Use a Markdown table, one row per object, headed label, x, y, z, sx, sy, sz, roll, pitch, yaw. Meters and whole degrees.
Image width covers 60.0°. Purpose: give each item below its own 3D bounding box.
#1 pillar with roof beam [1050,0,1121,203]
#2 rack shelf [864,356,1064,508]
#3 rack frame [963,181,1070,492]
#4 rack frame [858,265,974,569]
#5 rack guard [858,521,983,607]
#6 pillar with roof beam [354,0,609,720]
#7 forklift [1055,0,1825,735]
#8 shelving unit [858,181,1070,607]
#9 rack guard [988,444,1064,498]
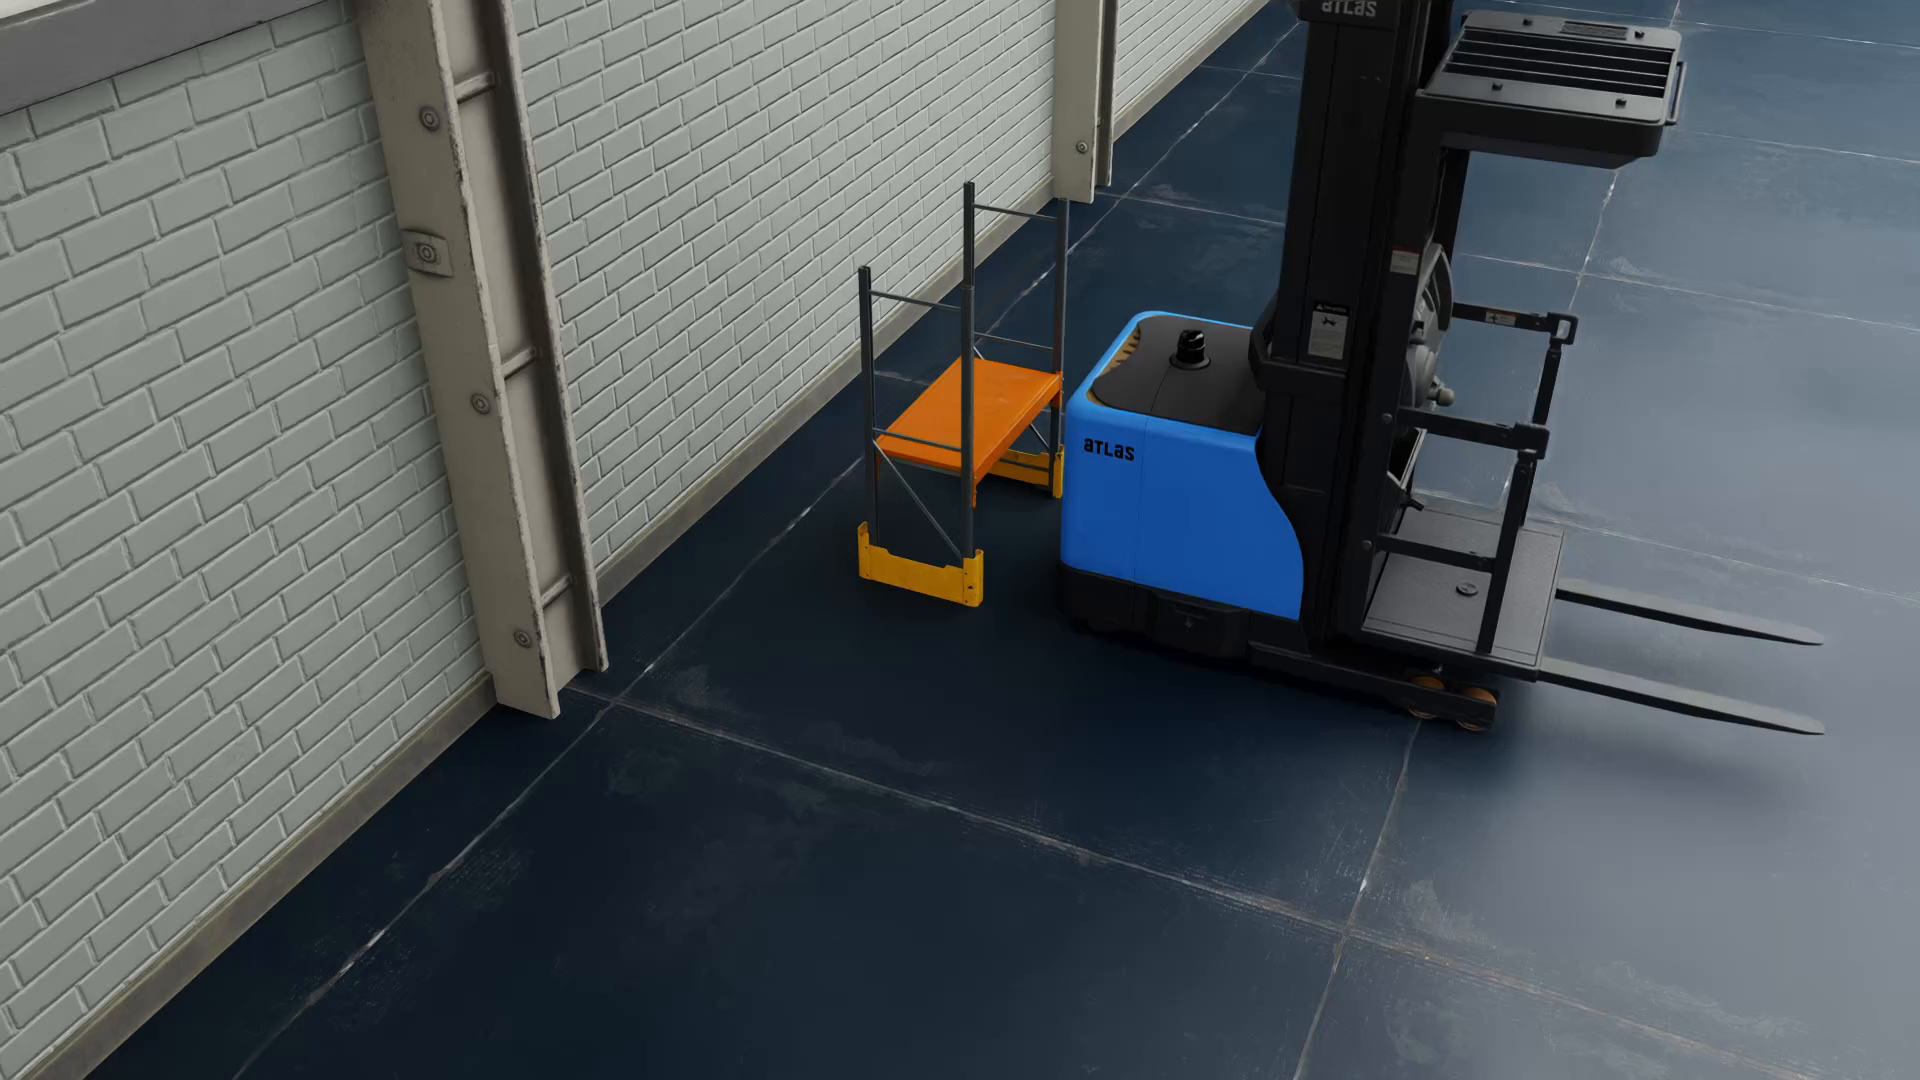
| label | x | y | z | sx | sy | sz | roll | pitch | yaw |
| --- | --- | --- | --- | --- | --- | --- | --- | --- | --- |
| pillar with roof beam | 4.734 | -5.178 | 7.440 | 9.100 | 9.000 | 0.400 | 14 | 36 | 20 |
| rack shelf | 0.036 | -0.519 | 7.502 | 0.538 | 0.185 | 1.000 | 14 | 36 | 20 |
| rack frame | 0.248 | -0.923 | 7.790 | 0.500 | 1.500 | 0.032 | 14 | 36 | 20 |
| rack frame | -0.177 | -0.416 | 7.017 | 0.500 | 1.500 | 0.032 | 14 | 36 | 20 |
| rack guard | -0.176 | 0.106 | 7.361 | 0.587 | 0.250 | 0.087 | 14 | 36 | 20 |
| pillar with roof beam | 2.224 | -2.190 | 2.883 | 9.100 | 9.000 | 0.400 | 14 | 36 | 20 |
| forklift | 1.977 | -0.803 | 6.301 | 3.031 | 2.935 | 1.130 | 13 | 35 | 19 |
| shelving unit | 0.032 | -0.665 | 7.397 | 0.587 | 1.500 | 1.083 | 14 | 36 | 20 |
| rack guard | 0.240 | -0.391 | 8.118 | 0.587 | 0.250 | 0.087 | 14 | 36 | 20 |
